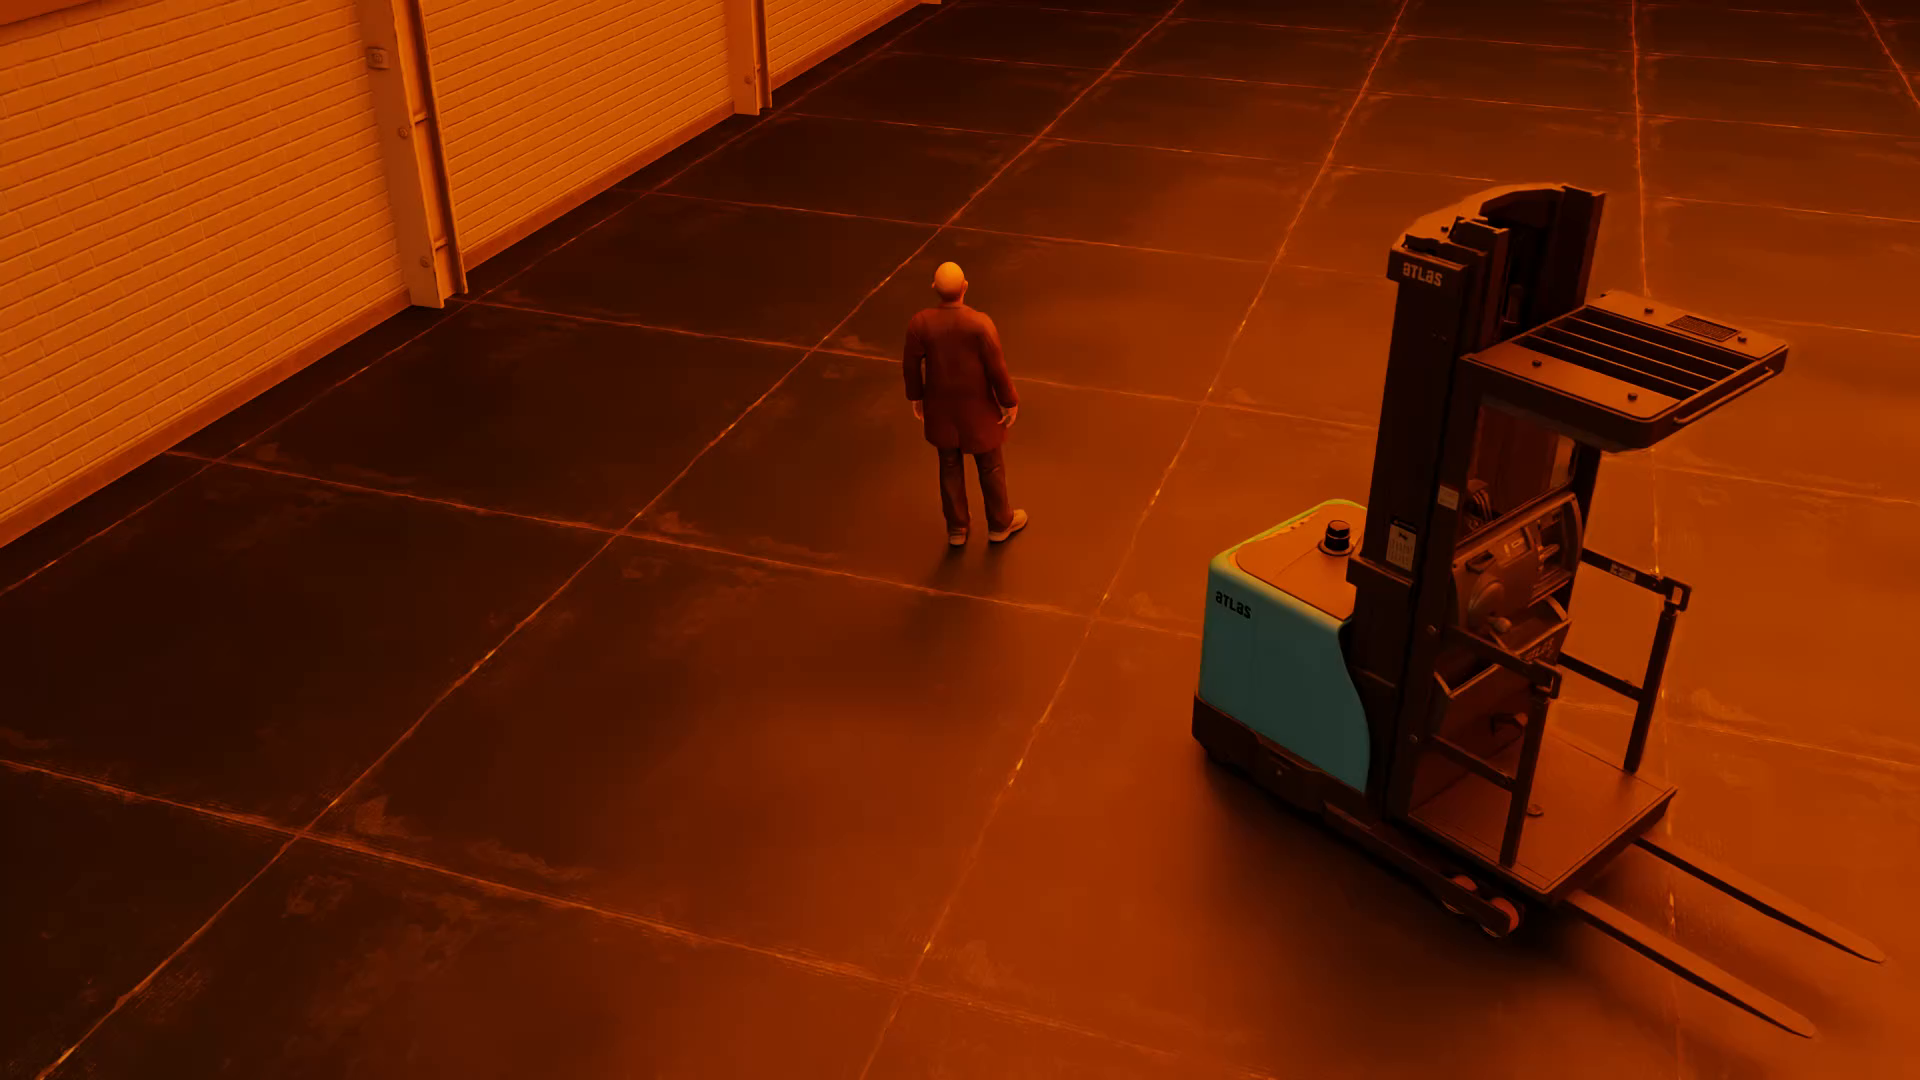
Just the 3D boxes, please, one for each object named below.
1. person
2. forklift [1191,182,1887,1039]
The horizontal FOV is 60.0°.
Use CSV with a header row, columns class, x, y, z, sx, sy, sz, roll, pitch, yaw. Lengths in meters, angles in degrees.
class,x,y,z,sx,sy,sz,roll,pitch,yaw
person,0.034,-0.820,9.726,0.696,1.775,0.582,10,31,16
forklift,2.495,0.140,6.891,1.130,2.935,3.031,-23,37,-35
